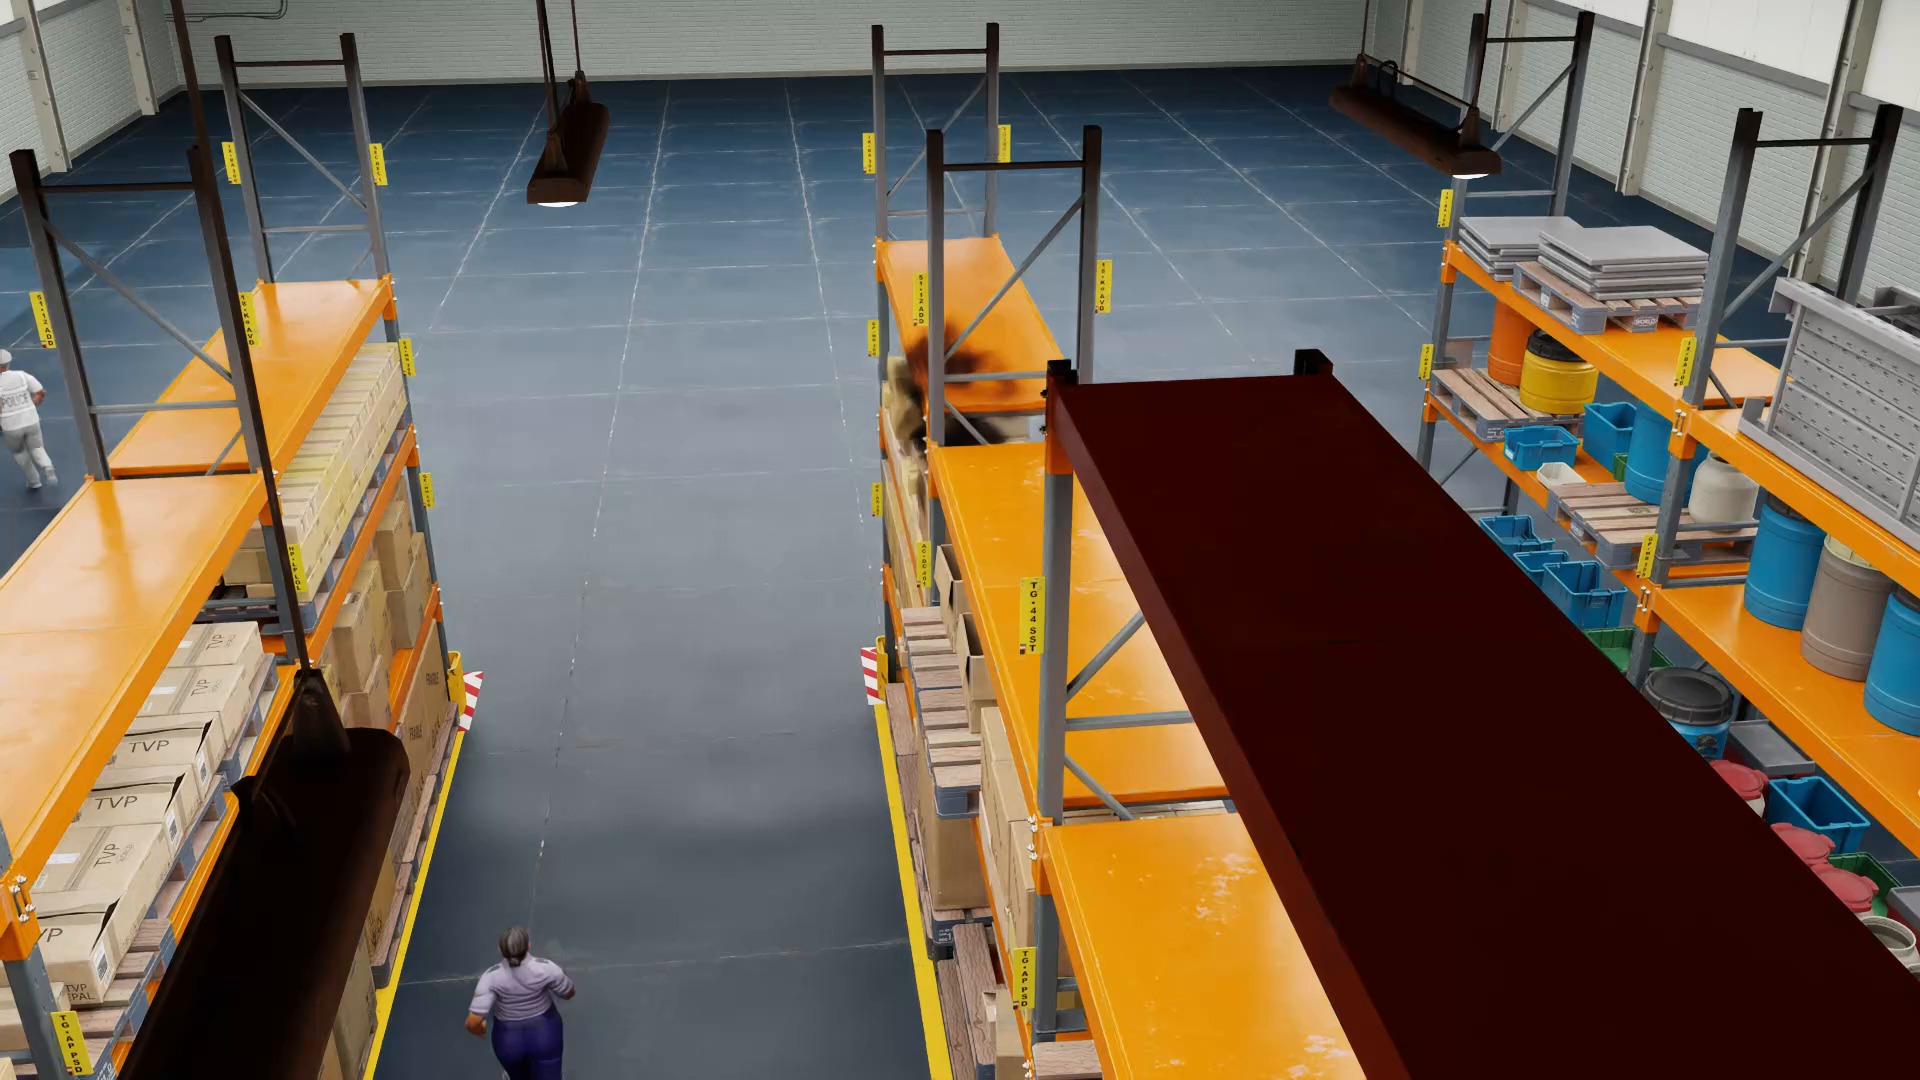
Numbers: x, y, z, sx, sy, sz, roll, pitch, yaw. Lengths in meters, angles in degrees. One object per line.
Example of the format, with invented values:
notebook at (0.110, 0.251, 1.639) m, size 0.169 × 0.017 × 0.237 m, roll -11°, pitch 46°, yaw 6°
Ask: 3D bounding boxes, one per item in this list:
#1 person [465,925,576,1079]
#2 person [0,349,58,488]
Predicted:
person at (-2.539, 2.943, 9.781) m, size 0.607 × 1.689 × 0.886 m, roll -5°, pitch 26°, yaw -10°
person at (-10.920, -1.341, 19.328) m, size 0.826 × 1.765 × 0.688 m, roll 21°, pitch 33°, yaw 37°
